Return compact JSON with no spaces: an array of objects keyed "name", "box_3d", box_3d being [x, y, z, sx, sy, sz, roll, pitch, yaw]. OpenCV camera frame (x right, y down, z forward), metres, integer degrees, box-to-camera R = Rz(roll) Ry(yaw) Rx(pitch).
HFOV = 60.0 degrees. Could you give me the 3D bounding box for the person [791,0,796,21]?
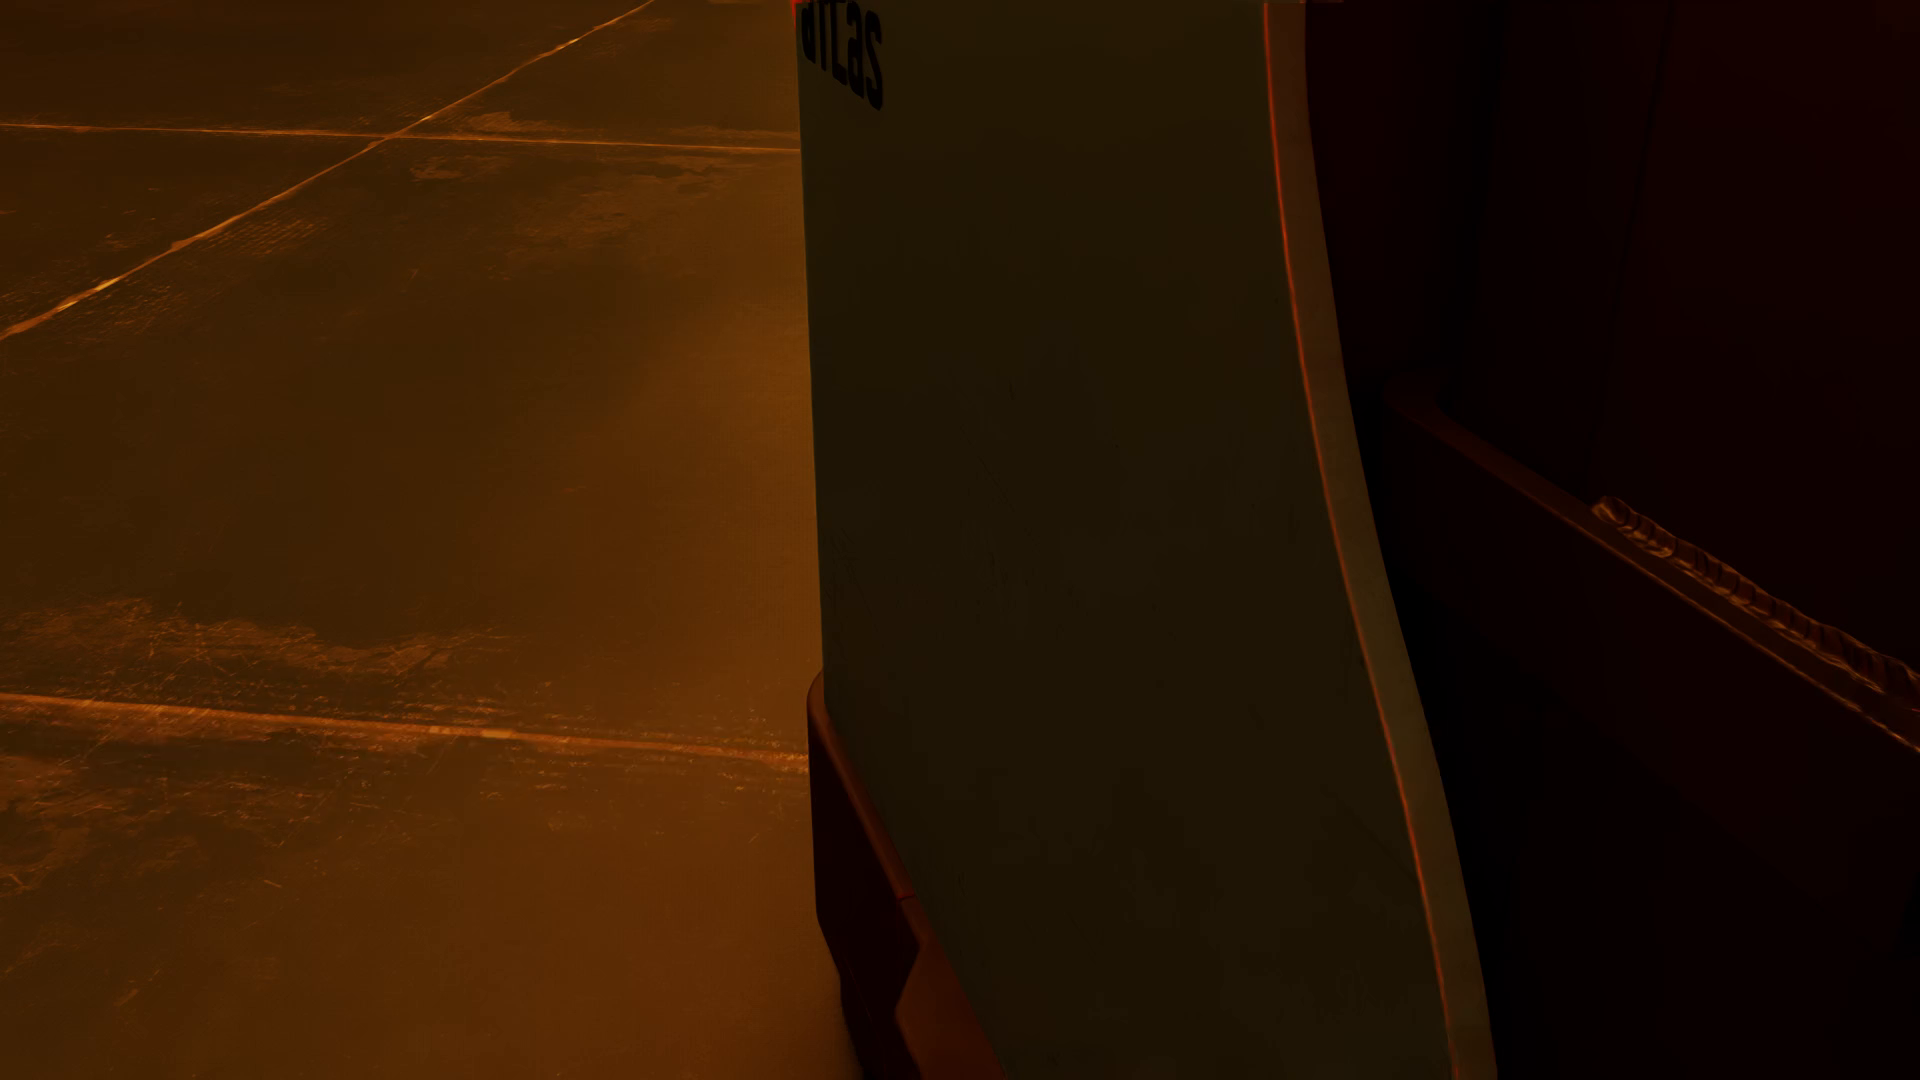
[{"name":"person","box_3d":[0.024,-0.753,2.204,0.519,1.598,0.475,3,27,7]}]
